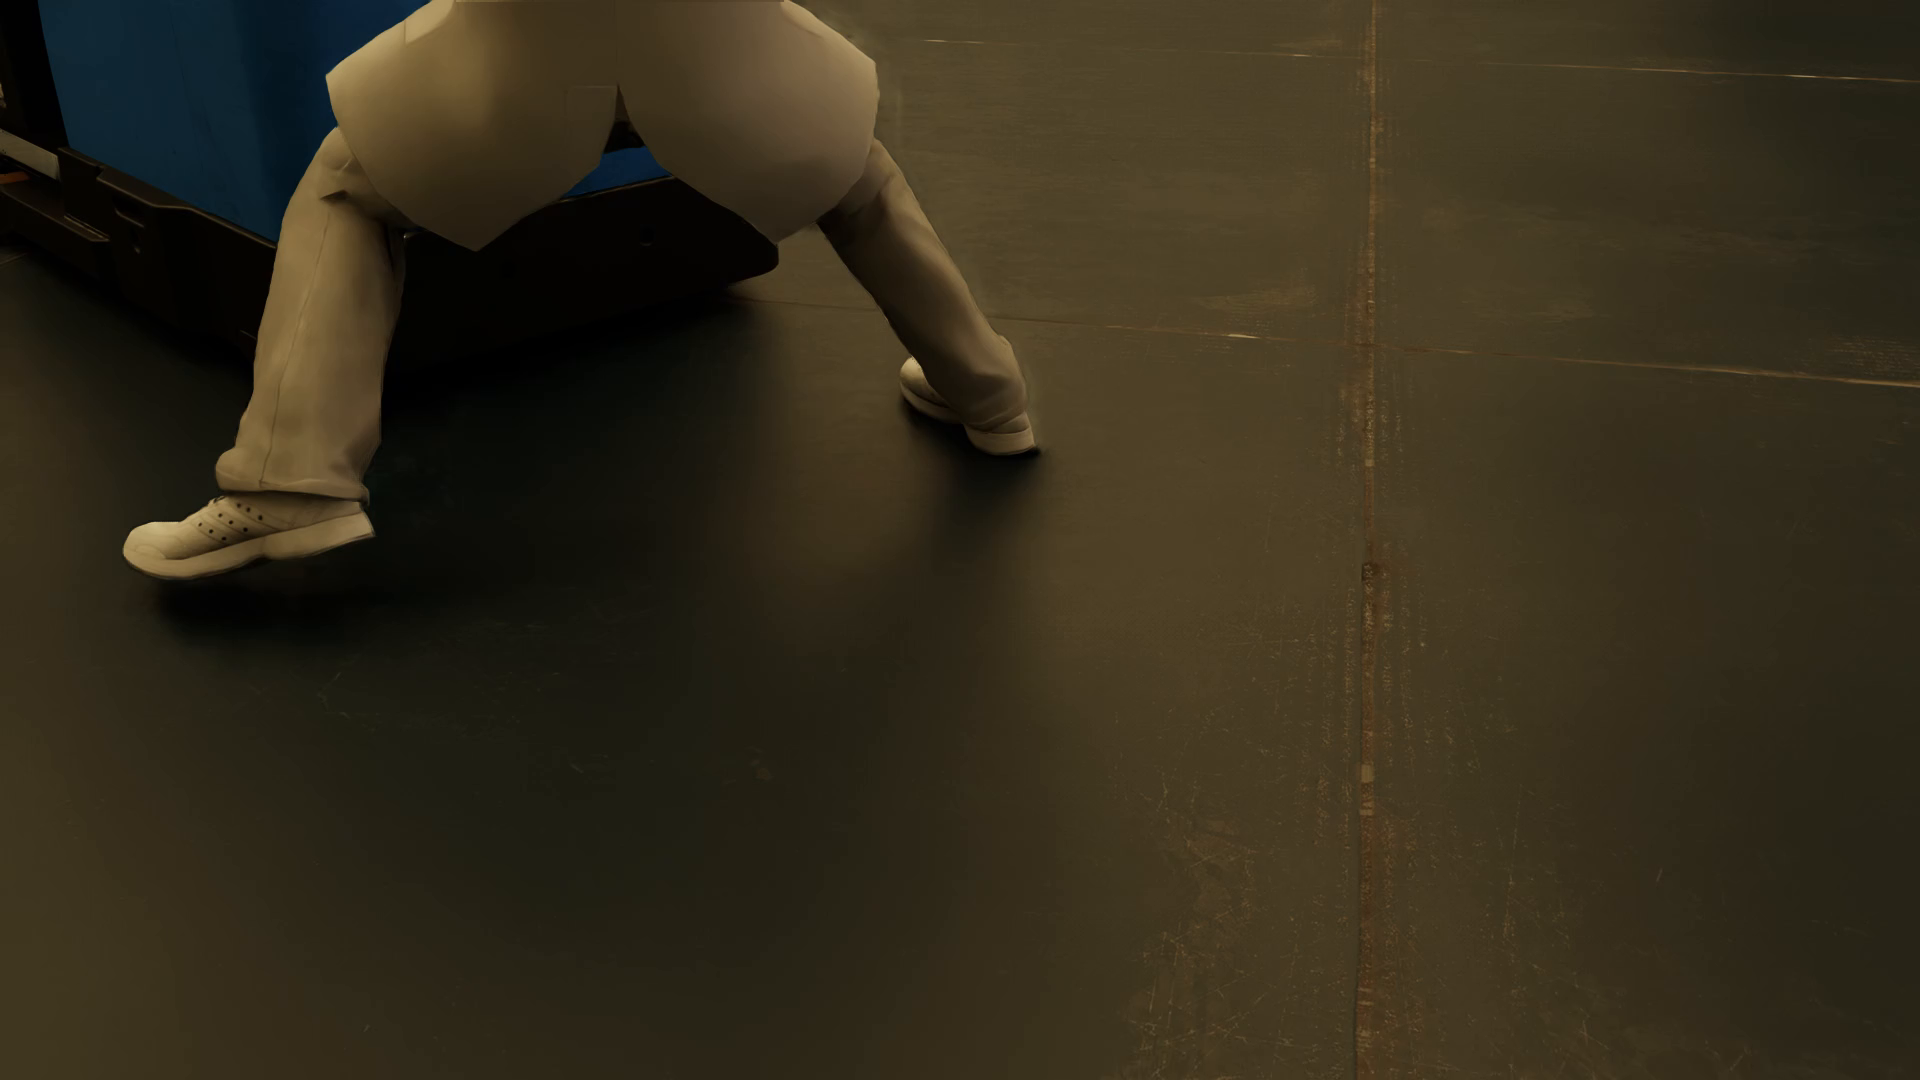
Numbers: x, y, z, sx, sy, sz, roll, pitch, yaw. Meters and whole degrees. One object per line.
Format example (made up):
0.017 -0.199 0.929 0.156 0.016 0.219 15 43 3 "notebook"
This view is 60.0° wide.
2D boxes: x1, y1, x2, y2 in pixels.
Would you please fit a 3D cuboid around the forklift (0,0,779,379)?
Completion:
-1.776 -2.139 3.485 1.130 2.935 3.031 -24 35 -39 "forklift"

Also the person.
-0.532 -0.769 2.303 1.353 1.549 0.756 -4 27 -8 "person"
